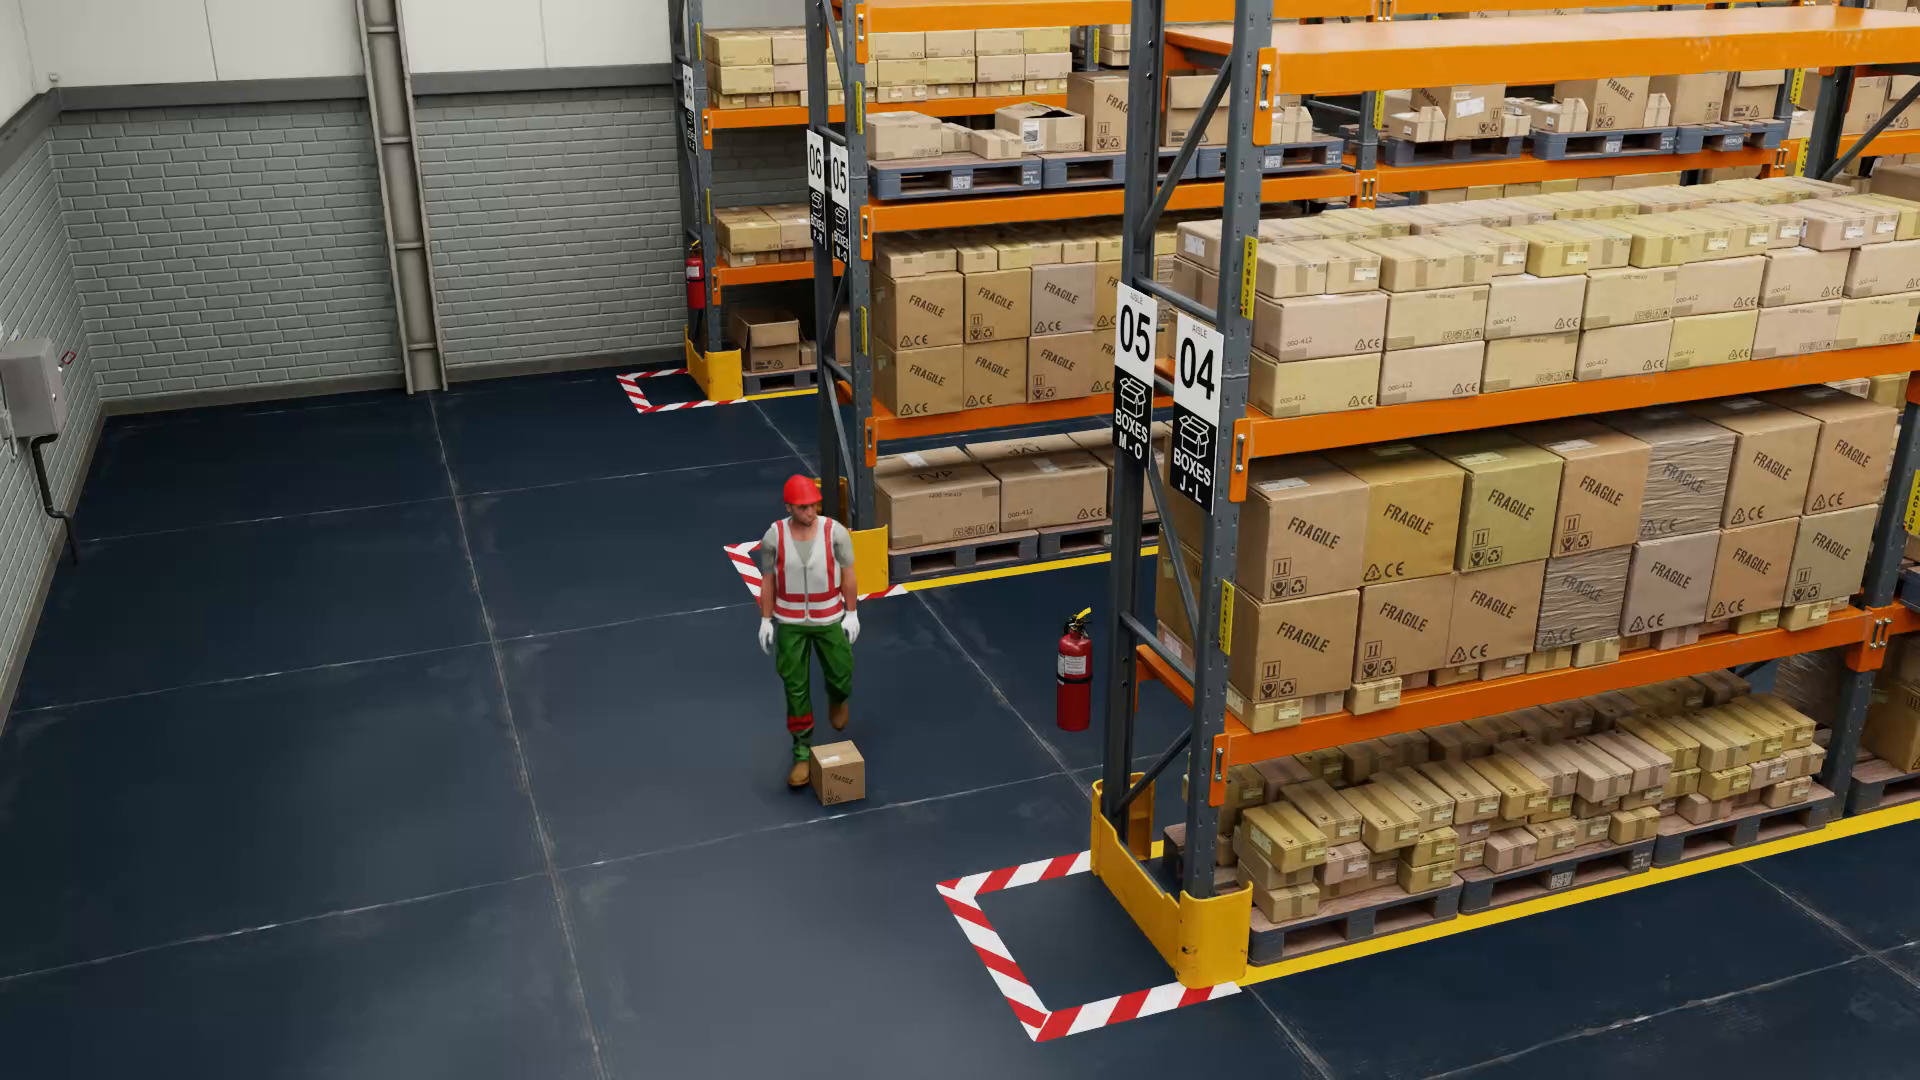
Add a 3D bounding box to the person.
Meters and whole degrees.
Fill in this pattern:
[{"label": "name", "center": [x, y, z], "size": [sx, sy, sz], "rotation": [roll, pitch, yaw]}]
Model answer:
[{"label": "person", "center": [-0.877, 0.488, 9.649], "size": [0.590, 1.769, 0.792], "rotation": [-1, 22, -3]}]
